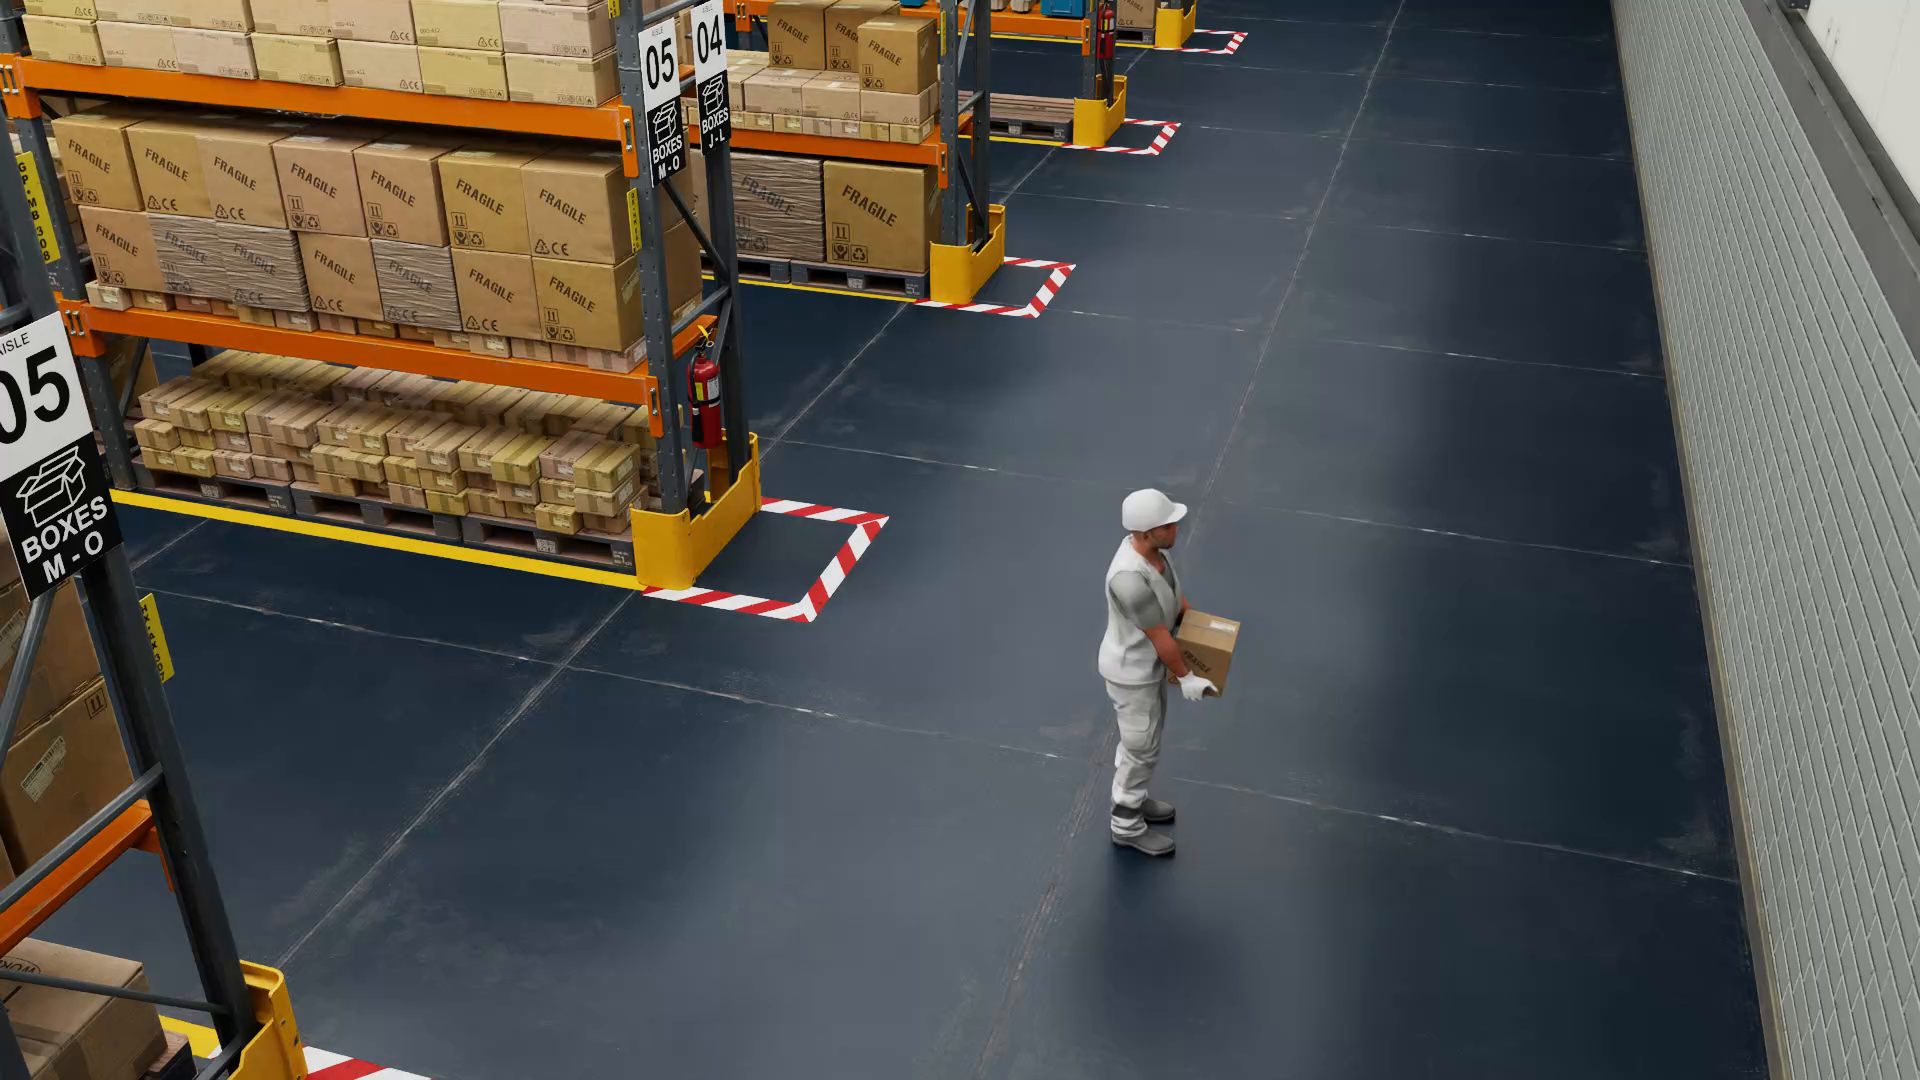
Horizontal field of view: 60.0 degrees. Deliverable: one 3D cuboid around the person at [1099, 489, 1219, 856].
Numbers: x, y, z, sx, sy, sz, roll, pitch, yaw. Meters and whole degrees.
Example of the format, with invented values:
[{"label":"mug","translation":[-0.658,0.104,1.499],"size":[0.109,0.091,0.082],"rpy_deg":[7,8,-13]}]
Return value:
[{"label":"person","translation":[0.901,0.587,7.425],"size":[0.553,1.787,0.495],"rpy_deg":[8,30,14]}]
